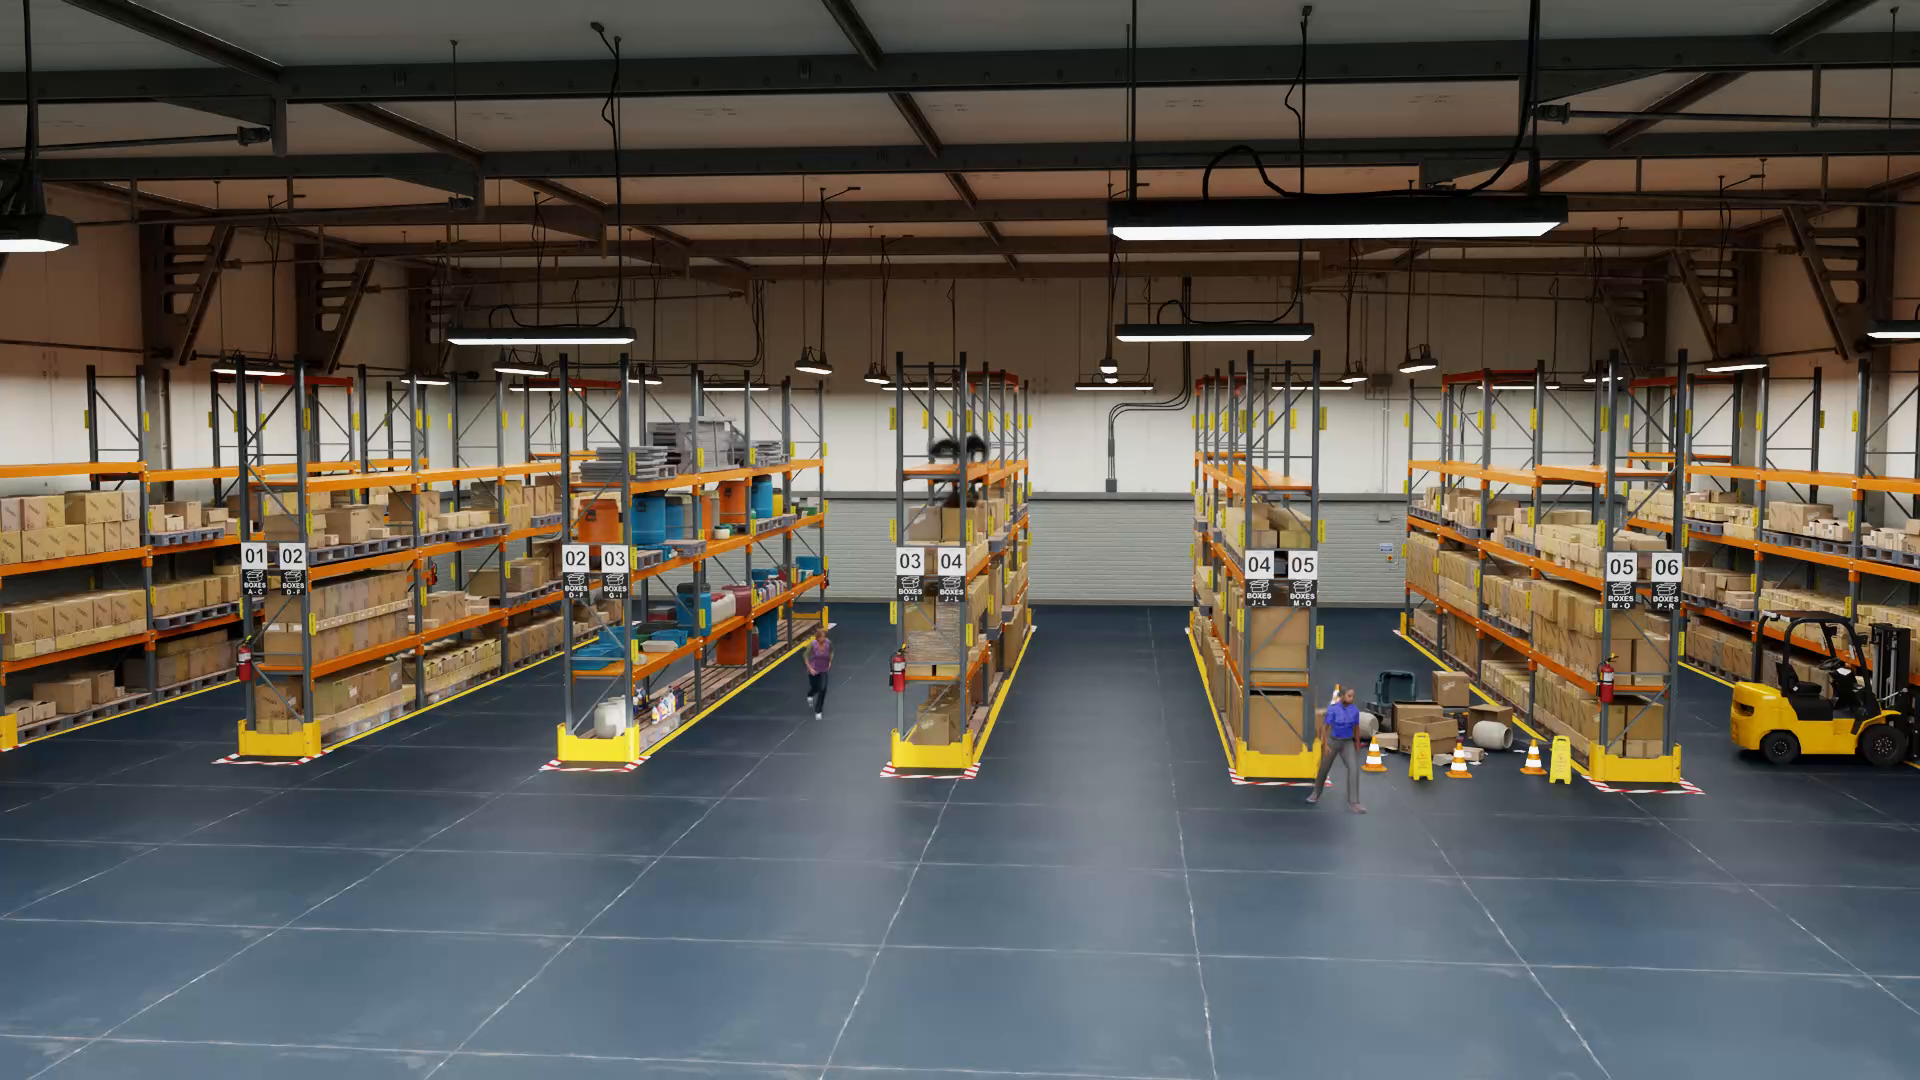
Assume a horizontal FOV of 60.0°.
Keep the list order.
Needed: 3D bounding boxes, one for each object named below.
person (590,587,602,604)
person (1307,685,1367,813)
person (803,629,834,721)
[{"bbox_3d":[-9.419,1.032,43.410,0.674,1.847,0.932,-4,5,-41],"label":"person"},{"bbox_3d":[4.911,2.667,21.554,0.627,1.612,0.871,-1,4,-11],"label":"person"},{"bbox_3d":[-2.432,2.251,28.239,0.551,1.553,0.861,-2,4,-24],"label":"person"}]
